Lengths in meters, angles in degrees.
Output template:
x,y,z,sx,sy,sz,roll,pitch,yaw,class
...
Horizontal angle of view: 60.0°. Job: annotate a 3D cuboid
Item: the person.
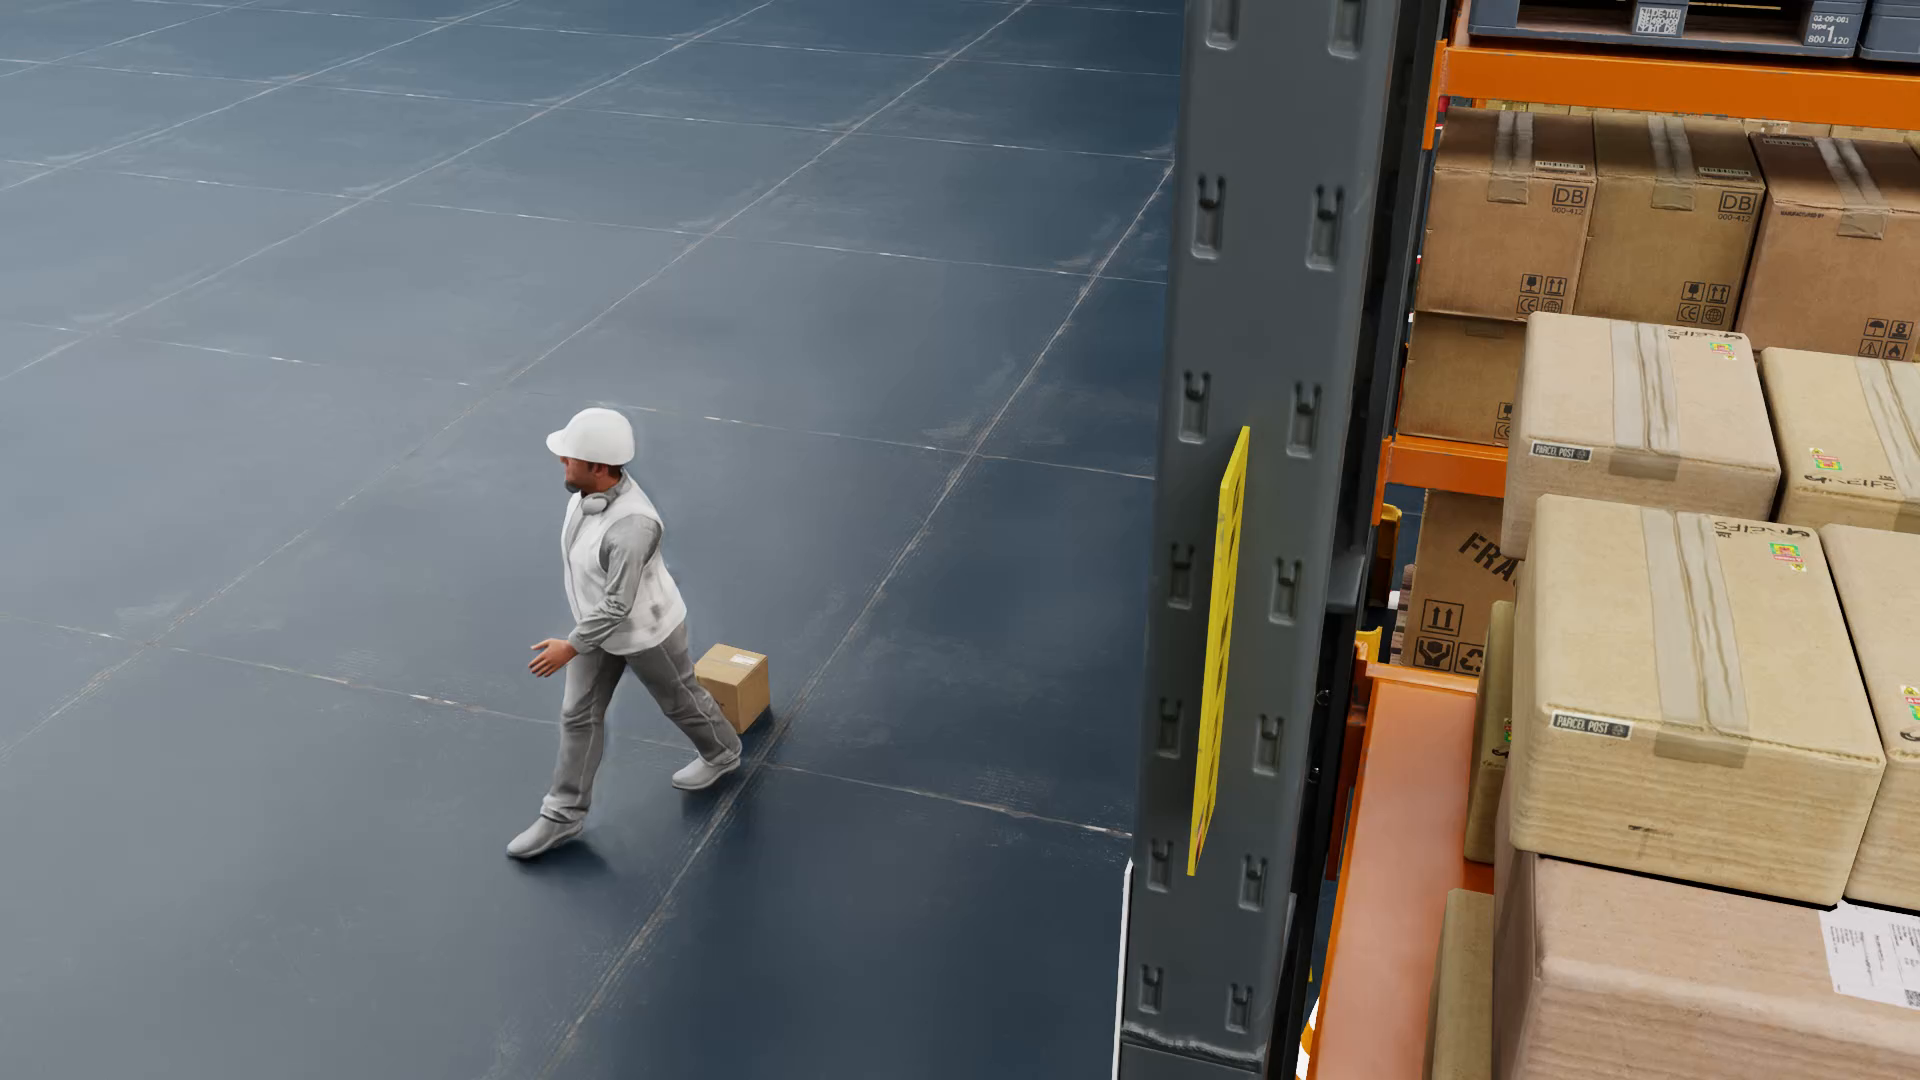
x,y,z,sx,sy,sz,roll,pitch,yaw,class
-1.257,0.311,6.032,0.994,1.726,0.516,-24,37,-36,person
